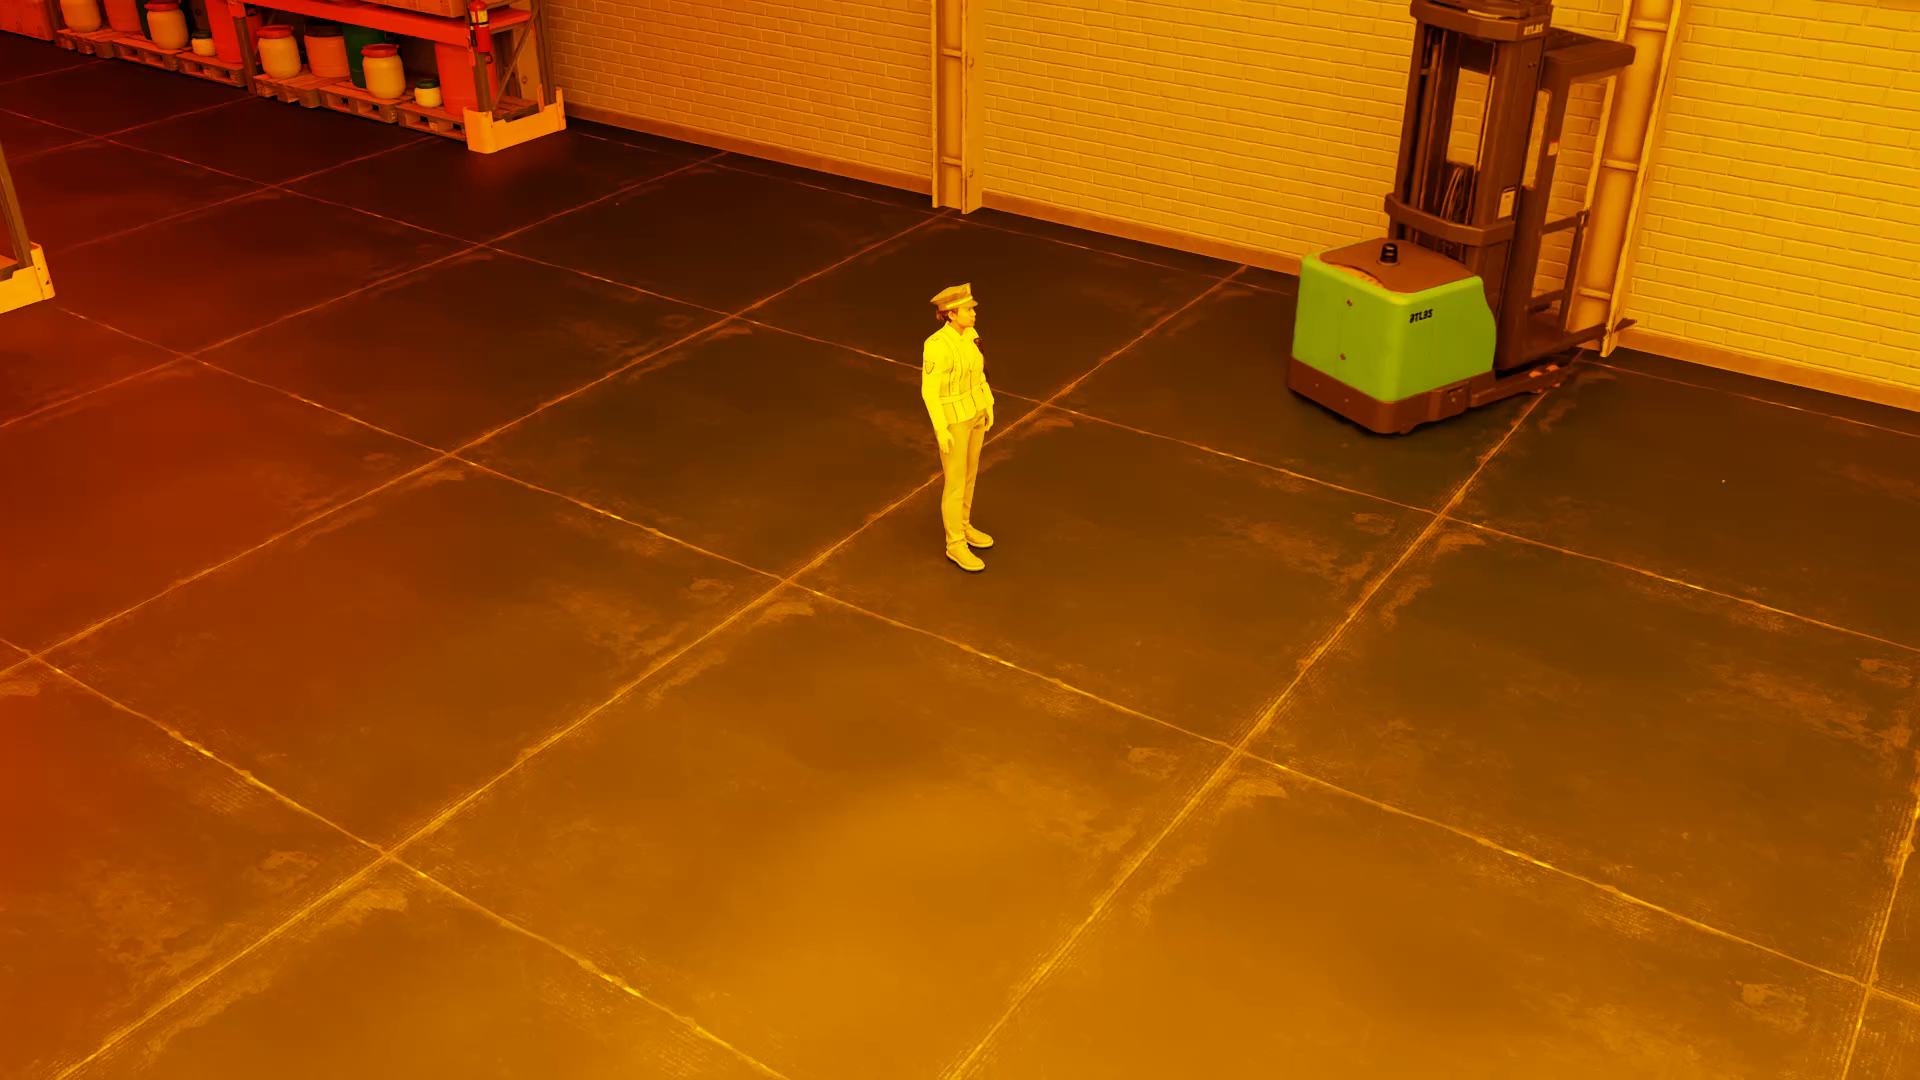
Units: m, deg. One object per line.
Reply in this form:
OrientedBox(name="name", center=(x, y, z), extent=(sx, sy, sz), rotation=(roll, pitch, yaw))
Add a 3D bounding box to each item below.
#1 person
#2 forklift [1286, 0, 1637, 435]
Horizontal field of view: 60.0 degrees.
OrientedBox(name="person", center=(0.053, -0.717, 10.033), extent=(0.531, 1.695, 0.588), rotation=(19, 35, 29))
OrientedBox(name="forklift", center=(3.938, -2.561, 11.992), extent=(3.031, 2.935, 1.130), rotation=(-18, 35, -28))
